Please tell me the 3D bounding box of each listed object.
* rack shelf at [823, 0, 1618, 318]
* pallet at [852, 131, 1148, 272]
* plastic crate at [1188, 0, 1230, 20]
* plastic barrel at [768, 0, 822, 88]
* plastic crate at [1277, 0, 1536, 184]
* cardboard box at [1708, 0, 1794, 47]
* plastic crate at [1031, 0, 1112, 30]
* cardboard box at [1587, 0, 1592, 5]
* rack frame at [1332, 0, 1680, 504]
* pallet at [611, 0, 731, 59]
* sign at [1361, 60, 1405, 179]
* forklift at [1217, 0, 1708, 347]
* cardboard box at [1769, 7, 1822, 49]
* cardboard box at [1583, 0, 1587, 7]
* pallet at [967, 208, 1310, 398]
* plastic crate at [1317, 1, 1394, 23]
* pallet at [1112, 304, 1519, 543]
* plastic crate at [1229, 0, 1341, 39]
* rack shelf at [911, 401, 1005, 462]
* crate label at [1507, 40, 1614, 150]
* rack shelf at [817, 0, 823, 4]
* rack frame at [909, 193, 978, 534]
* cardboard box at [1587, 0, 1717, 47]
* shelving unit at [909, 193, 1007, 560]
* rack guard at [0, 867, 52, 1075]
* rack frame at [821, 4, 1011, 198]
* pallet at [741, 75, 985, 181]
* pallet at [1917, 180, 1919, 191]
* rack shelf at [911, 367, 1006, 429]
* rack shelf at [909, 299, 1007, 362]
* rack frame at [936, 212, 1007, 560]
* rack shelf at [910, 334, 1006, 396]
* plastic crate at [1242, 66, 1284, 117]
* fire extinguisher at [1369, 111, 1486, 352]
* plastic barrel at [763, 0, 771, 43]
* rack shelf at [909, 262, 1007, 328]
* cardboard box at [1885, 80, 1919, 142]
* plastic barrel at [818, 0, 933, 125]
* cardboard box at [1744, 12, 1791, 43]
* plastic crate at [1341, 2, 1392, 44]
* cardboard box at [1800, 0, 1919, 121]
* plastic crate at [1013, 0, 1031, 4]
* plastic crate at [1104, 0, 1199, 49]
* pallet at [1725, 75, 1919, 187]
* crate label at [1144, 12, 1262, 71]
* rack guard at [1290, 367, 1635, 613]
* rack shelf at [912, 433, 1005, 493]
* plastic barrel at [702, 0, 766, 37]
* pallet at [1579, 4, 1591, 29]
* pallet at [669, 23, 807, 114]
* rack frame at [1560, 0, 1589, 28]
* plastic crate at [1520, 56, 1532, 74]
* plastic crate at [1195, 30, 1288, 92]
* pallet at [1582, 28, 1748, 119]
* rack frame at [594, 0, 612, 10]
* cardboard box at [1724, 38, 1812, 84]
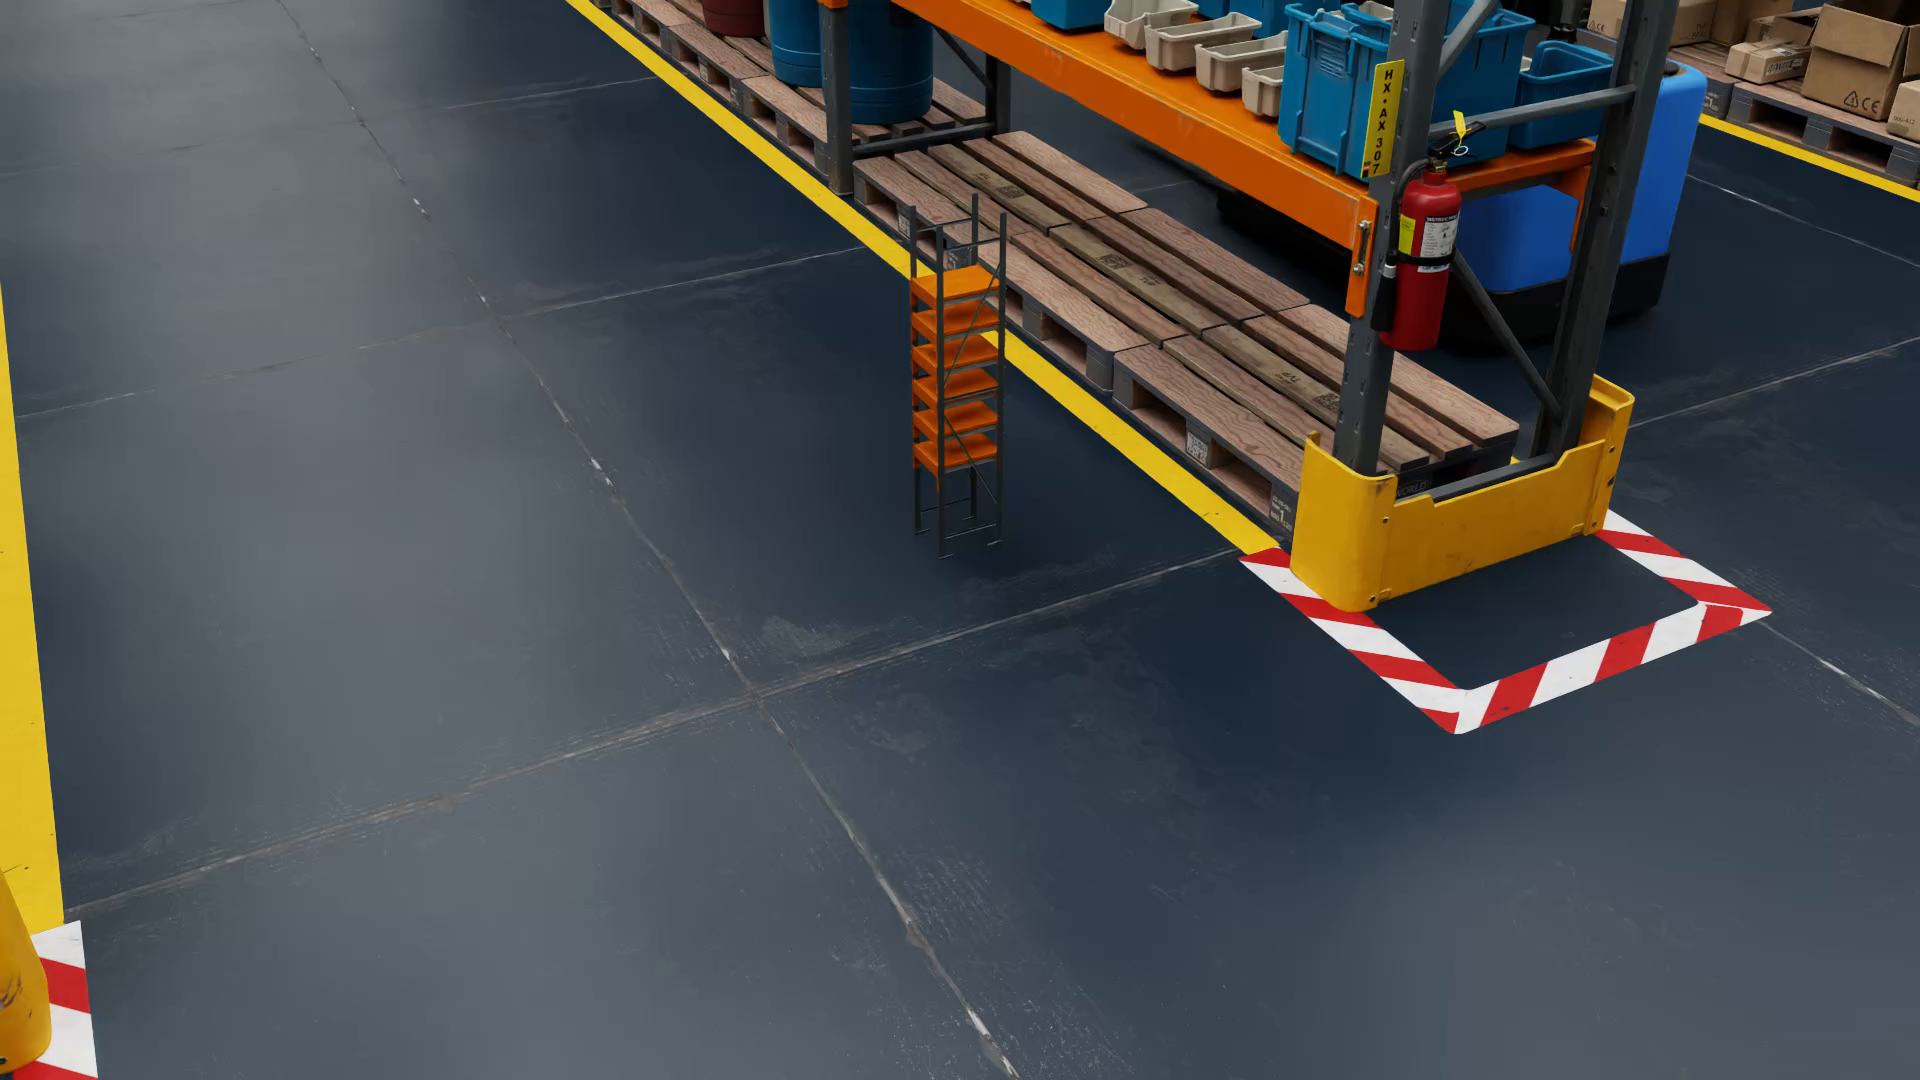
[{"bbox_3d":[0.729,-1.903,6.607,1.077,0.370,4.000,-16,36,-23],"label":"rack shelf"},{"bbox_3d":[0.173,-1.645,8.123,1.003,0.211,1.213,-16,36,-23],"label":"pallet"},{"bbox_3d":[1.083,-2.179,6.470,0.416,0.233,0.300,-16,36,-23],"label":"plastic crate"},{"bbox_3d":[-0.773,-3.056,9.295,0.600,0.901,0.708,-16,36,-23],"label":"plastic barrel"},{"bbox_3d":[1.340,-1.405,5.074,0.616,0.435,0.499,-16,36,-23],"label":"plastic crate"},{"bbox_3d":[4.696,-3.337,10.087,0.500,0.500,0.500,-16,36,-23],"label":"cardboard box"},{"bbox_3d":[0.477,-2.122,6.381,0.416,0.233,0.300,-16,36,-23],"label":"plastic crate"},{"bbox_3d":[4.170,-3.830,10.856,0.500,0.500,0.500,-18,37,-25],"label":"cardboard box"},{"bbox_3d":[1.661,-1.252,4.923,1.000,3.000,0.127,-16,36,-23],"label":"rack frame"},{"bbox_3d":[-1.664,-3.530,11.064,1.003,0.211,1.213,-16,36,-23],"label":"pallet"},{"bbox_3d":[1.182,-1.174,4.651,0.100,0.325,0.005,-16,36,-23],"label":"sign"},{"bbox_3d":[1.931,-2.807,7.415,1.130,2.935,3.031,-15,36,-22],"label":"forklift"},{"bbox_3d":[5.046,-2.899,9.580,0.500,0.311,0.500,-16,36,-23],"label":"cardboard box"},{"bbox_3d":[3.696,-3.701,10.655,0.500,0.500,0.500,-16,36,-23],"label":"cardboard box"},{"bbox_3d":[0.746,-1.062,7.213,1.003,0.211,1.213,-16,36,-23],"label":"pallet"},{"bbox_3d":[1.445,-1.864,6.068,0.250,0.136,0.298,-16,36,-23],"label":"plastic crate"},{"bbox_3d":[1.311,-0.481,6.305,1.003,0.211,1.213,-16,36,-23],"label":"pallet"},{"bbox_3d":[1.223,-2.036,6.246,0.416,0.233,0.300,-16,36,-23],"label":"plastic crate"},{"bbox_3d":[-0.007,-0.374,5.526,0.258,0.103,0.180,-16,36,-23],"label":"rack shelf"},{"bbox_3d":[1.837,-1.407,5.265,0.416,0.233,0.303,-16,36,-23],"label":"crate label"},{"bbox_3d":[-1.136,-3.812,9.587,1.077,0.370,4.000,-16,36,-23],"label":"rack shelf"},{"bbox_3d":[-0.049,-0.556,5.505,0.240,1.200,0.006,-16,36,-23],"label":"rack frame"},{"bbox_3d":[4.184,-3.203,10.054,0.500,0.311,0.500,-16,36,-23],"label":"cardboard box"},{"bbox_3d":[-0.007,-0.512,5.437,0.258,1.200,0.189,-16,36,-23],"label":"shelving unit"},{"bbox_3d":[-2.709,1.058,3.635,1.175,0.500,0.348,-16,36,-23],"label":"rack guard"},{"bbox_3d":[-0.204,-3.161,7.903,1.000,3.000,0.127,-16,36,-23],"label":"rack frame"},{"bbox_3d":[-0.527,-2.365,9.246,1.003,0.211,1.213,-16,36,-23],"label":"pallet"},{"bbox_3d":[5.637,-1.738,8.267,1.003,0.211,1.213,-16,36,-23],"label":"pallet"},{"bbox_3d":[-0.007,-0.475,5.461,0.258,0.103,0.180,-16,36,-23],"label":"rack shelf"},{"bbox_3d":[-0.007,-0.677,5.332,0.258,0.103,0.180,-16,36,-23],"label":"rack shelf"},{"bbox_3d":[0.036,-0.468,5.369,0.240,1.200,0.006,-16,36,-23],"label":"rack frame"},{"bbox_3d":[-0.007,-0.576,5.396,0.258,0.103,0.180,-16,36,-23],"label":"rack shelf"},{"bbox_3d":[1.121,-1.510,5.515,0.396,0.136,0.243,-16,36,-23],"label":"plastic crate"},{"bbox_3d":[1.329,-0.876,4.754,0.296,0.674,0.183,-16,36,-23],"label":"fire extinguisher"},{"bbox_3d":[-0.957,-3.184,9.856,0.421,0.512,0.421,0,33,0],"label":"plastic barrel"},{"bbox_3d":[-0.007,-0.778,5.267,0.258,0.103,0.180,-16,36,-23],"label":"rack shelf"},{"bbox_3d":[5.157,-2.182,8.516,0.500,0.250,0.500,-16,36,-23],"label":"cardboard box"},{"bbox_3d":[-0.442,-2.718,8.768,0.600,0.901,0.708,-16,36,-23],"label":"plastic barrel"},{"bbox_3d":[4.924,-3.025,9.926,0.380,0.149,0.250,-16,36,-23],"label":"cardboard box"},{"bbox_3d":[1.530,-1.721,5.756,0.416,0.233,0.300,-16,36,-23],"label":"plastic crate"},{"bbox_3d":[5.060,-2.644,9.002,0.797,0.503,0.637,-16,36,-23],"label":"cardboard box"},{"bbox_3d":[0.345,-2.361,6.709,0.437,0.282,0.530,-16,36,-23],"label":"plastic crate"},{"bbox_3d":[0.692,-1.915,6.147,0.298,0.136,0.250,-16,36,-23],"label":"plastic crate"},{"bbox_3d":[5.072,-2.320,9.175,1.003,0.211,1.213,-16,36,-23],"label":"pallet"},{"bbox_3d":[0.847,-1.778,5.934,0.396,0.136,0.243,-16,36,-23],"label":"crate label"},{"bbox_3d":[1.684,-0.191,5.585,1.175,0.500,0.348,-16,36,-23],"label":"rack guard"},{"bbox_3d":[-0.007,-0.273,5.591,0.258,0.103,0.180,-16,36,-23],"label":"rack shelf"},{"bbox_3d":[-1.299,-3.463,10.221,0.600,0.588,0.708,-16,36,-23],"label":"plastic barrel"},{"bbox_3d":[3.767,-3.609,11.188,1.003,0.211,1.213,-16,36,-23],"label":"pallet"},{"bbox_3d":[-1.100,-2.948,10.156,1.003,0.211,1.213,-16,36,-23],"label":"pallet"},{"bbox_3d":[4.180,-4.405,9.845,1.000,3.000,0.127,-16,36,-23],"label":"rack frame"},{"bbox_3d":[1.761,-1.541,5.563,0.250,0.136,0.298,-16,36,-23],"label":"plastic crate"},{"bbox_3d":[0.998,-1.652,5.736,0.396,0.136,0.243,-16,36,-23],"label":"plastic crate"},{"bbox_3d":[4.499,-2.903,10.085,1.003,0.211,1.213,-16,36,-23],"label":"pallet"},{"bbox_3d":[-2.069,-5.070,10.882,1.000,3.000,0.127,-16,36,-23],"label":"rack frame"},{"bbox_3d":[4.596,-2.732,9.452,0.380,0.166,0.250,-16,36,-23],"label":"cardboard box"}]
